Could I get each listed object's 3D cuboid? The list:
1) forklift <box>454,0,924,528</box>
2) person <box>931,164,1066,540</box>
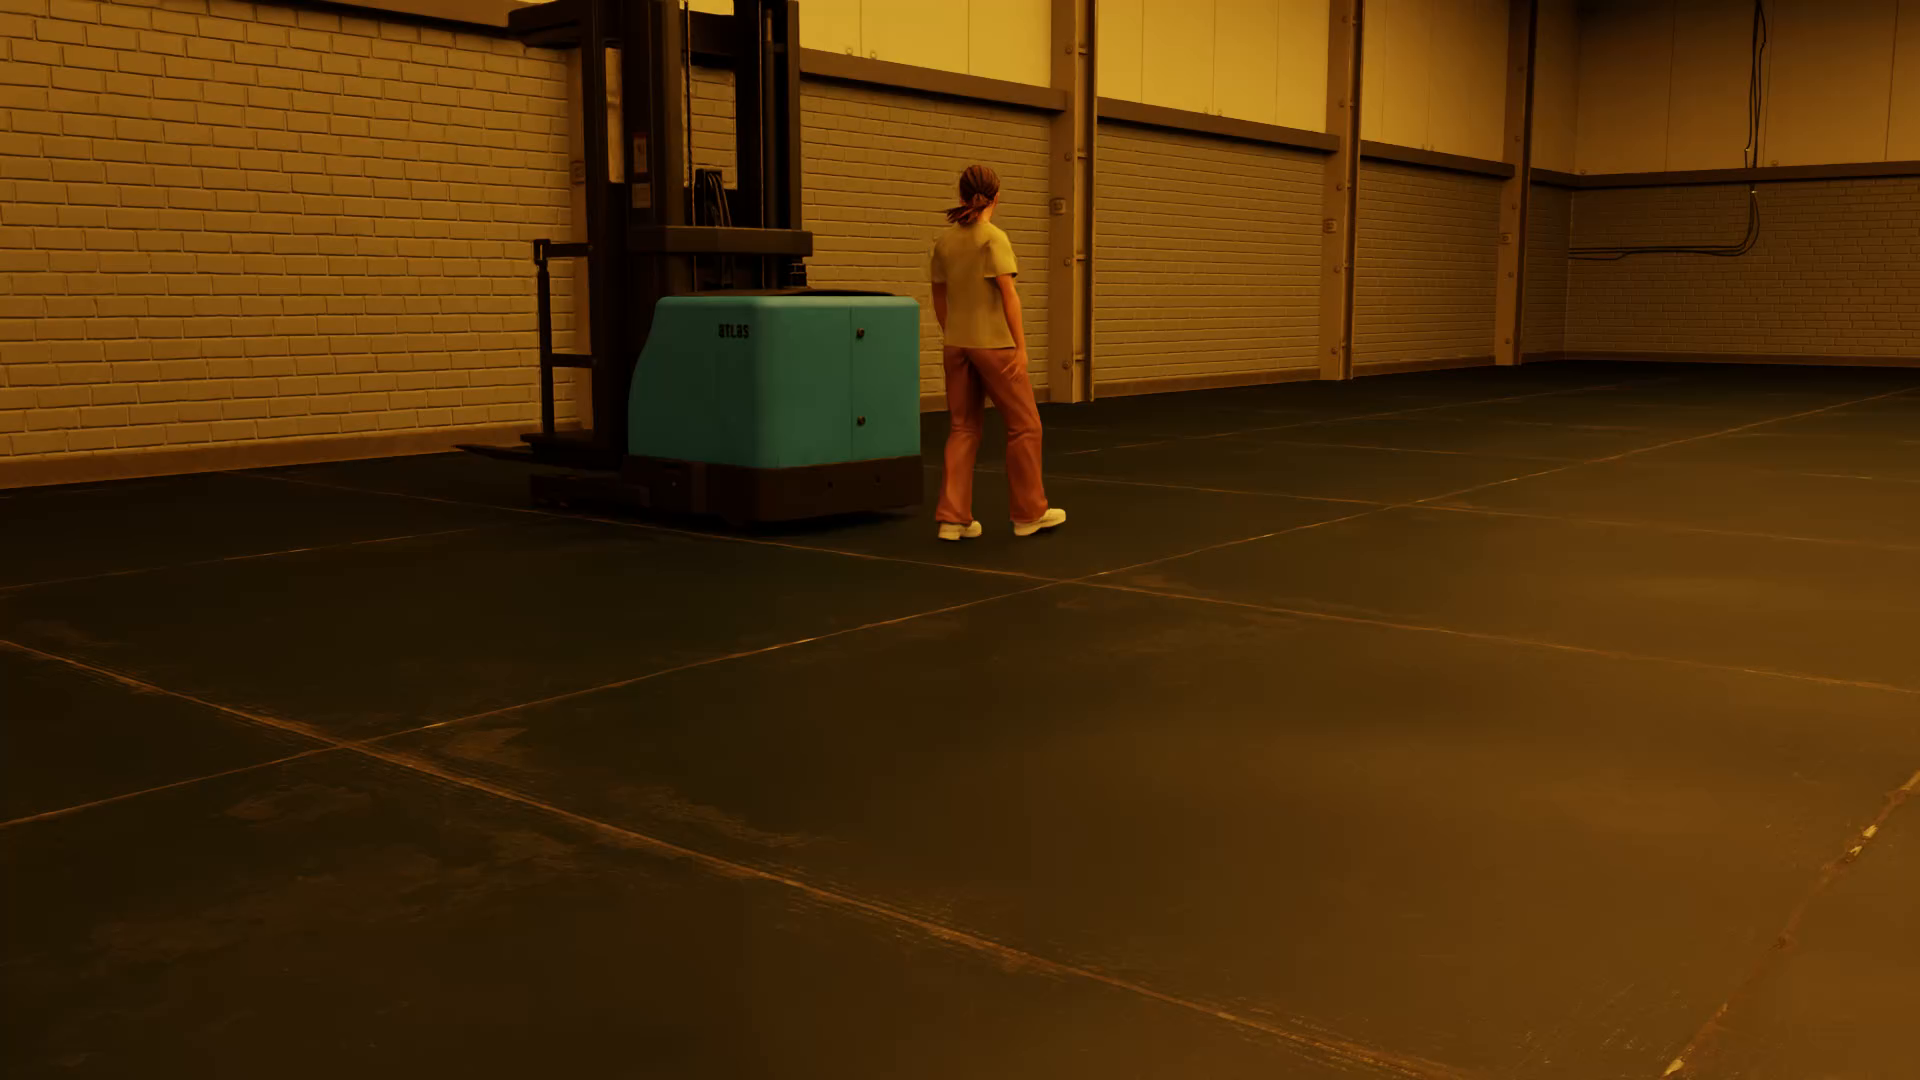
[{"bbox_3d":[-1.595,-1.659,8.622,3.031,2.935,1.130,8,11,43],"label":"forklift"},{"bbox_3d":[0.153,-0.843,7.486,0.628,1.650,0.682,7,11,41],"label":"person"}]
